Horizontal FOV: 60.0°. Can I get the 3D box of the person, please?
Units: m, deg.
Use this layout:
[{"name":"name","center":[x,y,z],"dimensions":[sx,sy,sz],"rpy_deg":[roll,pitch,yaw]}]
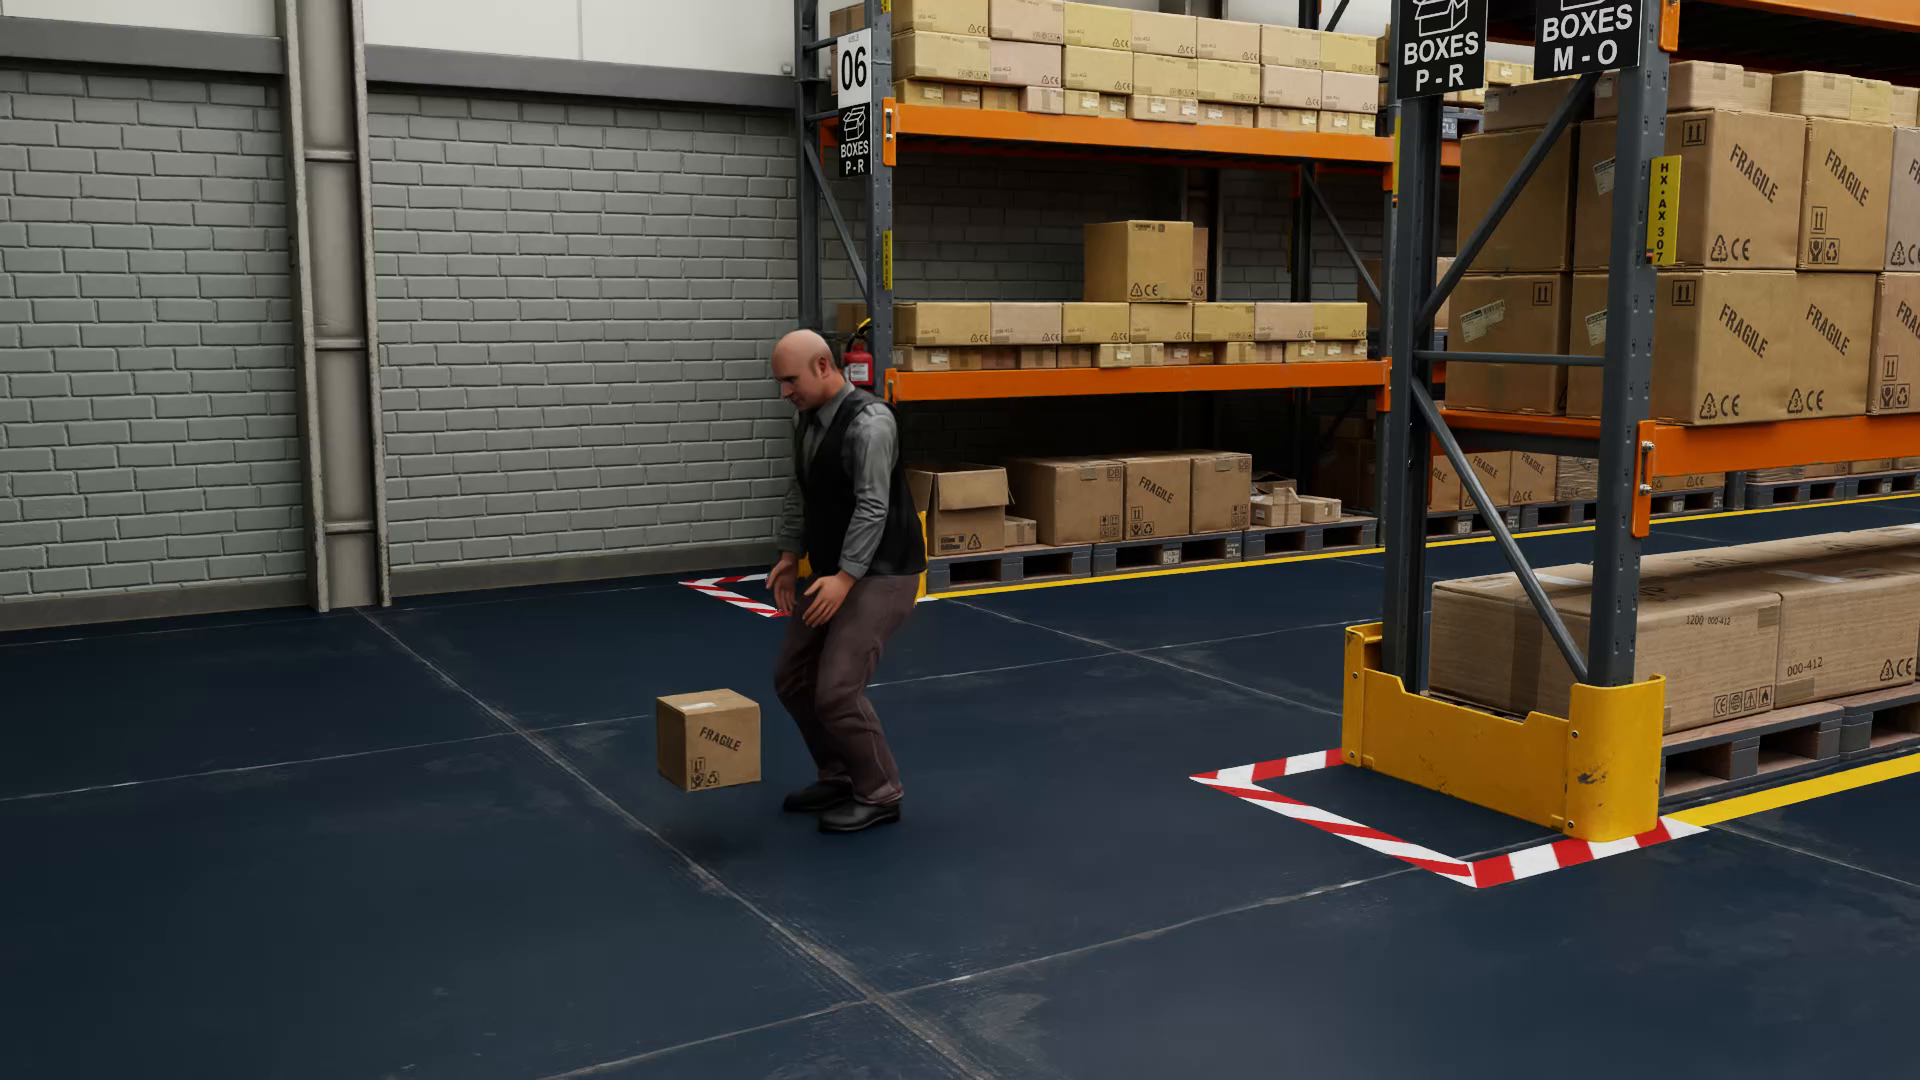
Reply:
[{"name":"person","center":[-0.378,0.128,5.419],"dimensions":[0.483,1.617,0.574],"rpy_deg":[-5,9,-30]}]
